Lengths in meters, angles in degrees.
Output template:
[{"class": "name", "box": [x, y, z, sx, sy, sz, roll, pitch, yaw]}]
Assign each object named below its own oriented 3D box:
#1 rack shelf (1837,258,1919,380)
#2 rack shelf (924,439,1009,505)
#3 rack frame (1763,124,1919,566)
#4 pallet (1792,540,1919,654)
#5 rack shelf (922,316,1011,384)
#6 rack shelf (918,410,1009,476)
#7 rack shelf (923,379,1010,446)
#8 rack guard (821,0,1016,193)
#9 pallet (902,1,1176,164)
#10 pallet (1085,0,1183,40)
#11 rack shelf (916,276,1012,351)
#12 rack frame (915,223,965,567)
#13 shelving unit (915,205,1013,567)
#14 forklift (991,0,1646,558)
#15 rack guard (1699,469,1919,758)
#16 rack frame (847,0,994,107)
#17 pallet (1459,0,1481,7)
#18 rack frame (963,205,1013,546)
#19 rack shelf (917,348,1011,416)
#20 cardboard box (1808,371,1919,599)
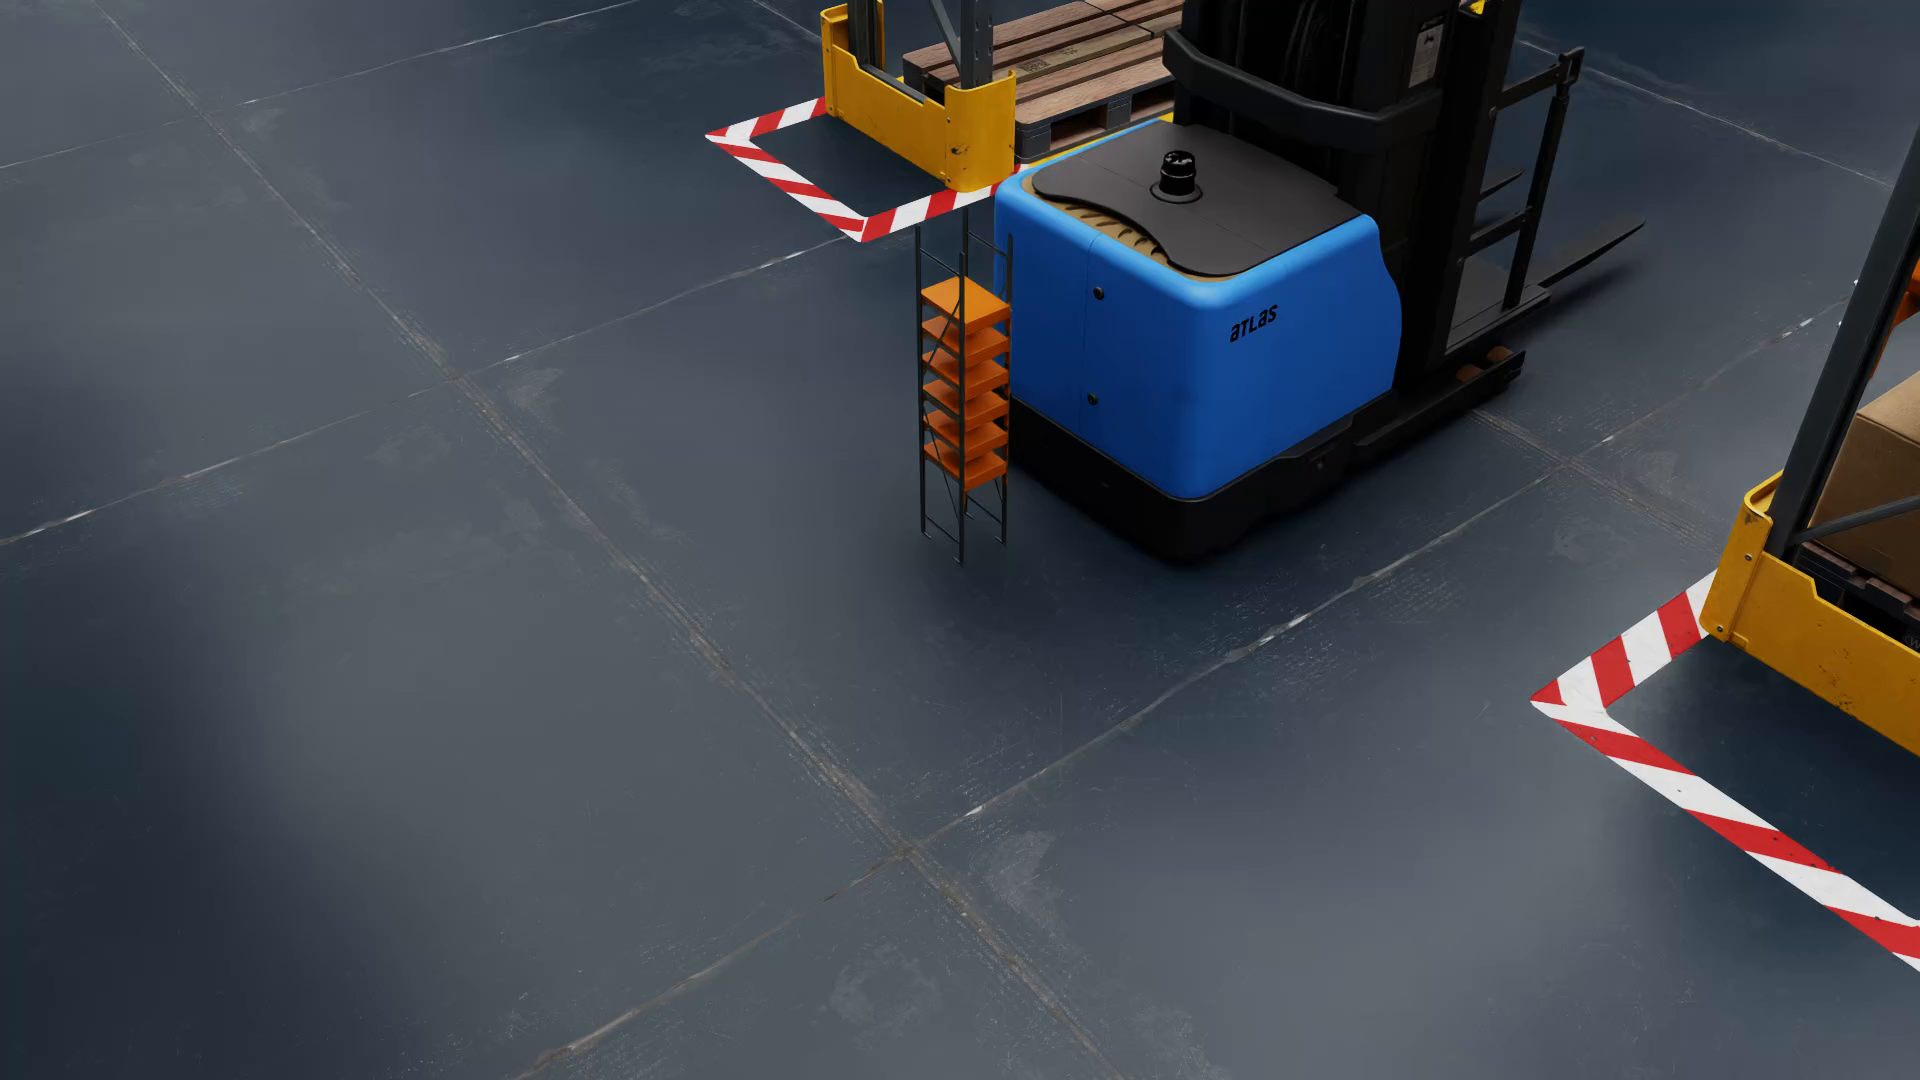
[{"class": "rack shelf", "box": [4.401, -1.131, 5.330, 4.000, 0.370, 1.077, -26, 46, -28]}, {"class": "rack shelf", "box": [0.011, -0.250, 5.557, 0.180, 0.103, 0.258, -26, 46, -28]}, {"class": "rack frame", "box": [2.815, -0.636, 4.160, 0.127, 3.000, 1.000, -26, 46, -28]}, {"class": "pallet", "box": [3.507, 0.105, 5.456, 1.213, 0.211, 1.003, -26, 46, -28]}, {"class": "rack shelf", "box": [0.011, -0.621, 5.252, 0.180, 0.103, 0.258, -26, 46, -28]}, {"class": "rack shelf", "box": [0.011, -0.342, 5.481, 0.180, 0.103, 0.258, -26, 46, -28]}, {"class": "rack shelf", "box": [0.011, -0.435, 5.404, 0.180, 0.103, 0.258, -26, 46, -28]}, {"class": "rack guard", "box": [-0.212, -2.146, 7.972, 0.348, 0.500, 1.175, -26, 46, -28]}, {"class": "pallet", "box": [0.477, -2.349, 8.447, 1.213, 0.211, 1.003, -26, 46, -28]}, {"class": "pallet", "box": [1.444, -2.818, 9.019, 1.213, 0.211, 1.003, -26, 46, -28]}, {"class": "rack shelf", "box": [0.011, -0.713, 5.176, 0.180, 0.103, 0.258, -26, 46, -28]}, {"class": "rack frame", "box": [-0.061, -0.434, 5.333, 0.006, 1.200, 0.240, -26, 46, -28]}, {"class": "shelving unit", "box": [0.011, -0.469, 5.376, 0.189, 1.200, 0.258, -26, 46, -28]}, {"class": "forklift", "box": [1.549, -1.865, 5.713, 3.031, 2.935, 1.130, -28, 47, -30]}, {"class": "rack guard", "box": [2.875, 0.301, 4.988, 0.348, 0.500, 1.175, -26, 46, -28]}, {"class": "rack frame", "box": [-0.201, -3.128, 7.198, 0.127, 3.000, 1.000, -26, 46, -28]}, {"class": "pallet", "box": [2.412, -3.292, 9.597, 1.213, 0.211, 1.003, -26, 46, -28]}, {"class": "rack frame", "box": [0.084, -0.505, 5.419, 0.006, 1.200, 0.240, -26, 46, -28]}, {"class": "rack shelf", "box": [0.011, -0.528, 5.328, 0.180, 0.103, 0.258, -26, 46, -28]}, {"class": "cardboard box", "box": [3.096, -0.173, 5.220, 0.500, 0.500, 0.500, -26, 46, -28]}]
